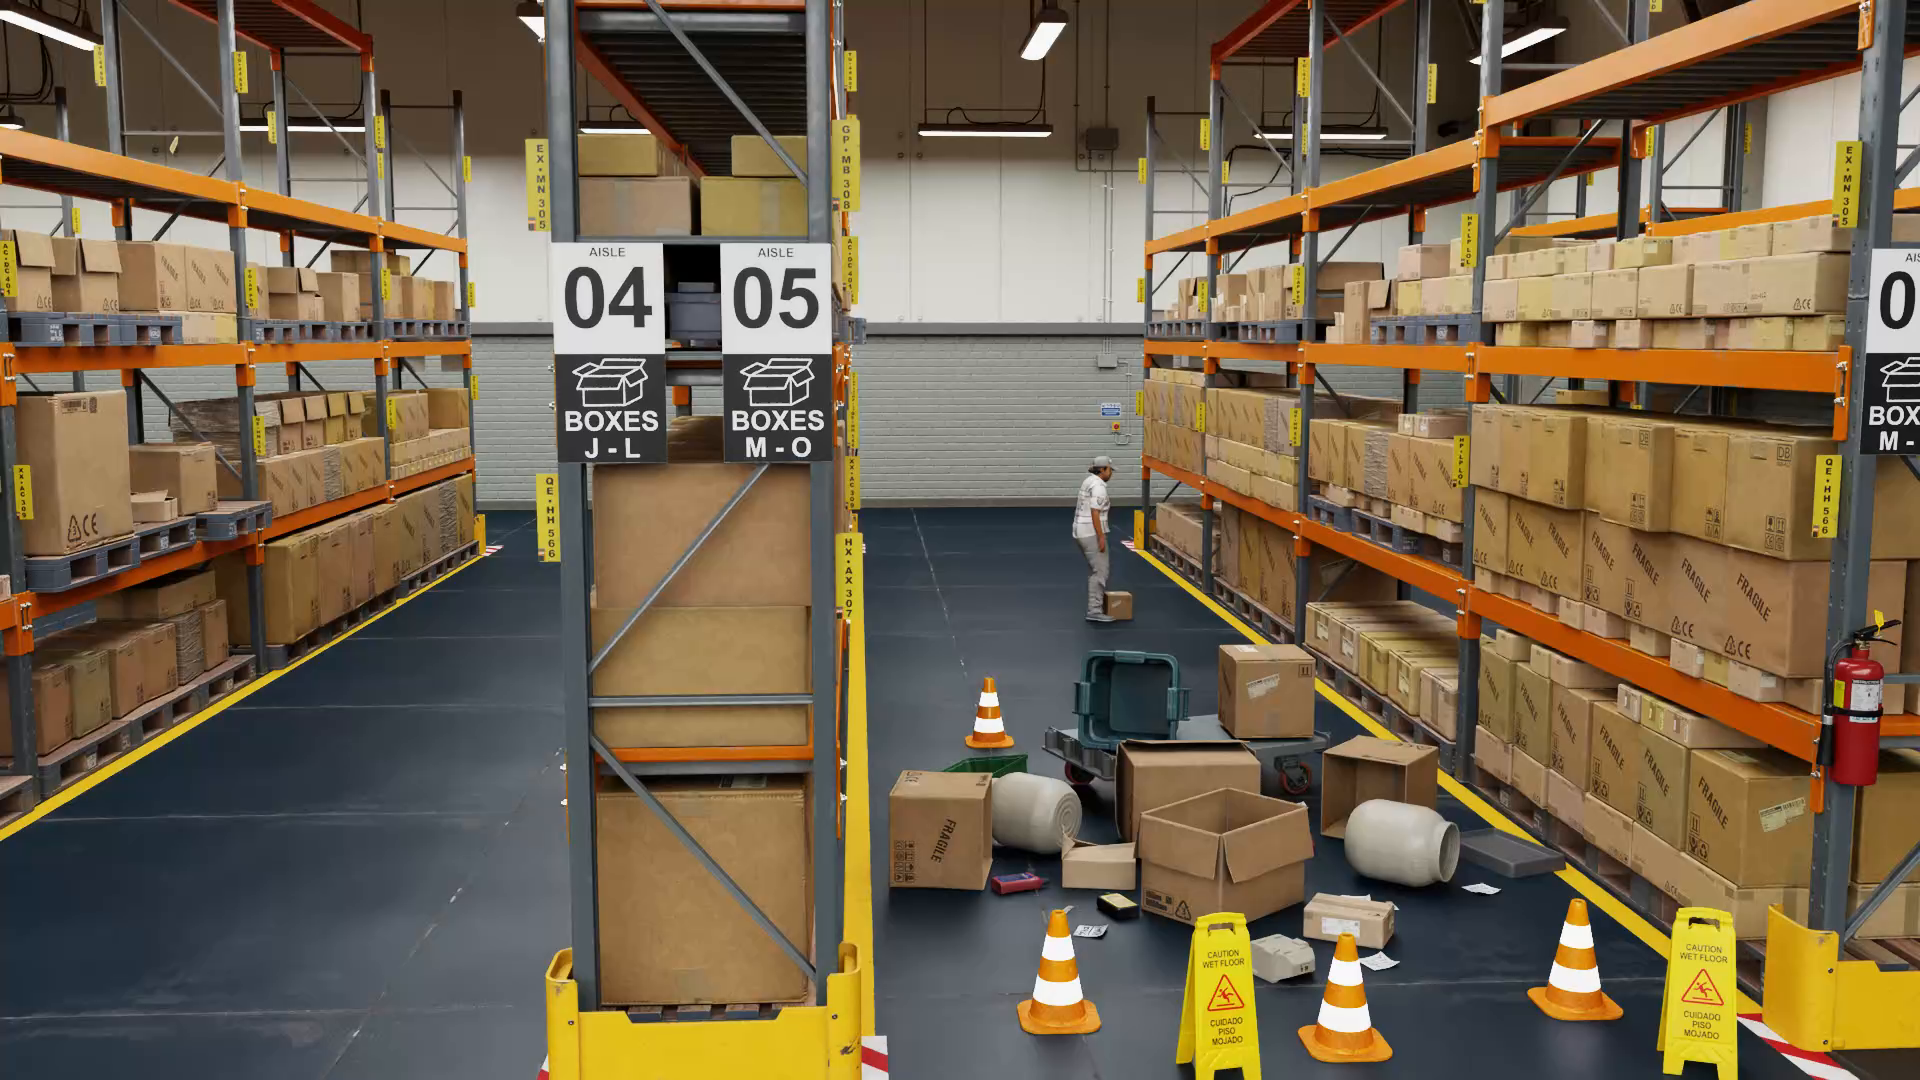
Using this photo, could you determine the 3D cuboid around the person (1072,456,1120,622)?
[{"bbox_3d":[1.395,-0.025,16.938,0.470,1.664,0.549,-1,7,-6],"label":"person"}]
